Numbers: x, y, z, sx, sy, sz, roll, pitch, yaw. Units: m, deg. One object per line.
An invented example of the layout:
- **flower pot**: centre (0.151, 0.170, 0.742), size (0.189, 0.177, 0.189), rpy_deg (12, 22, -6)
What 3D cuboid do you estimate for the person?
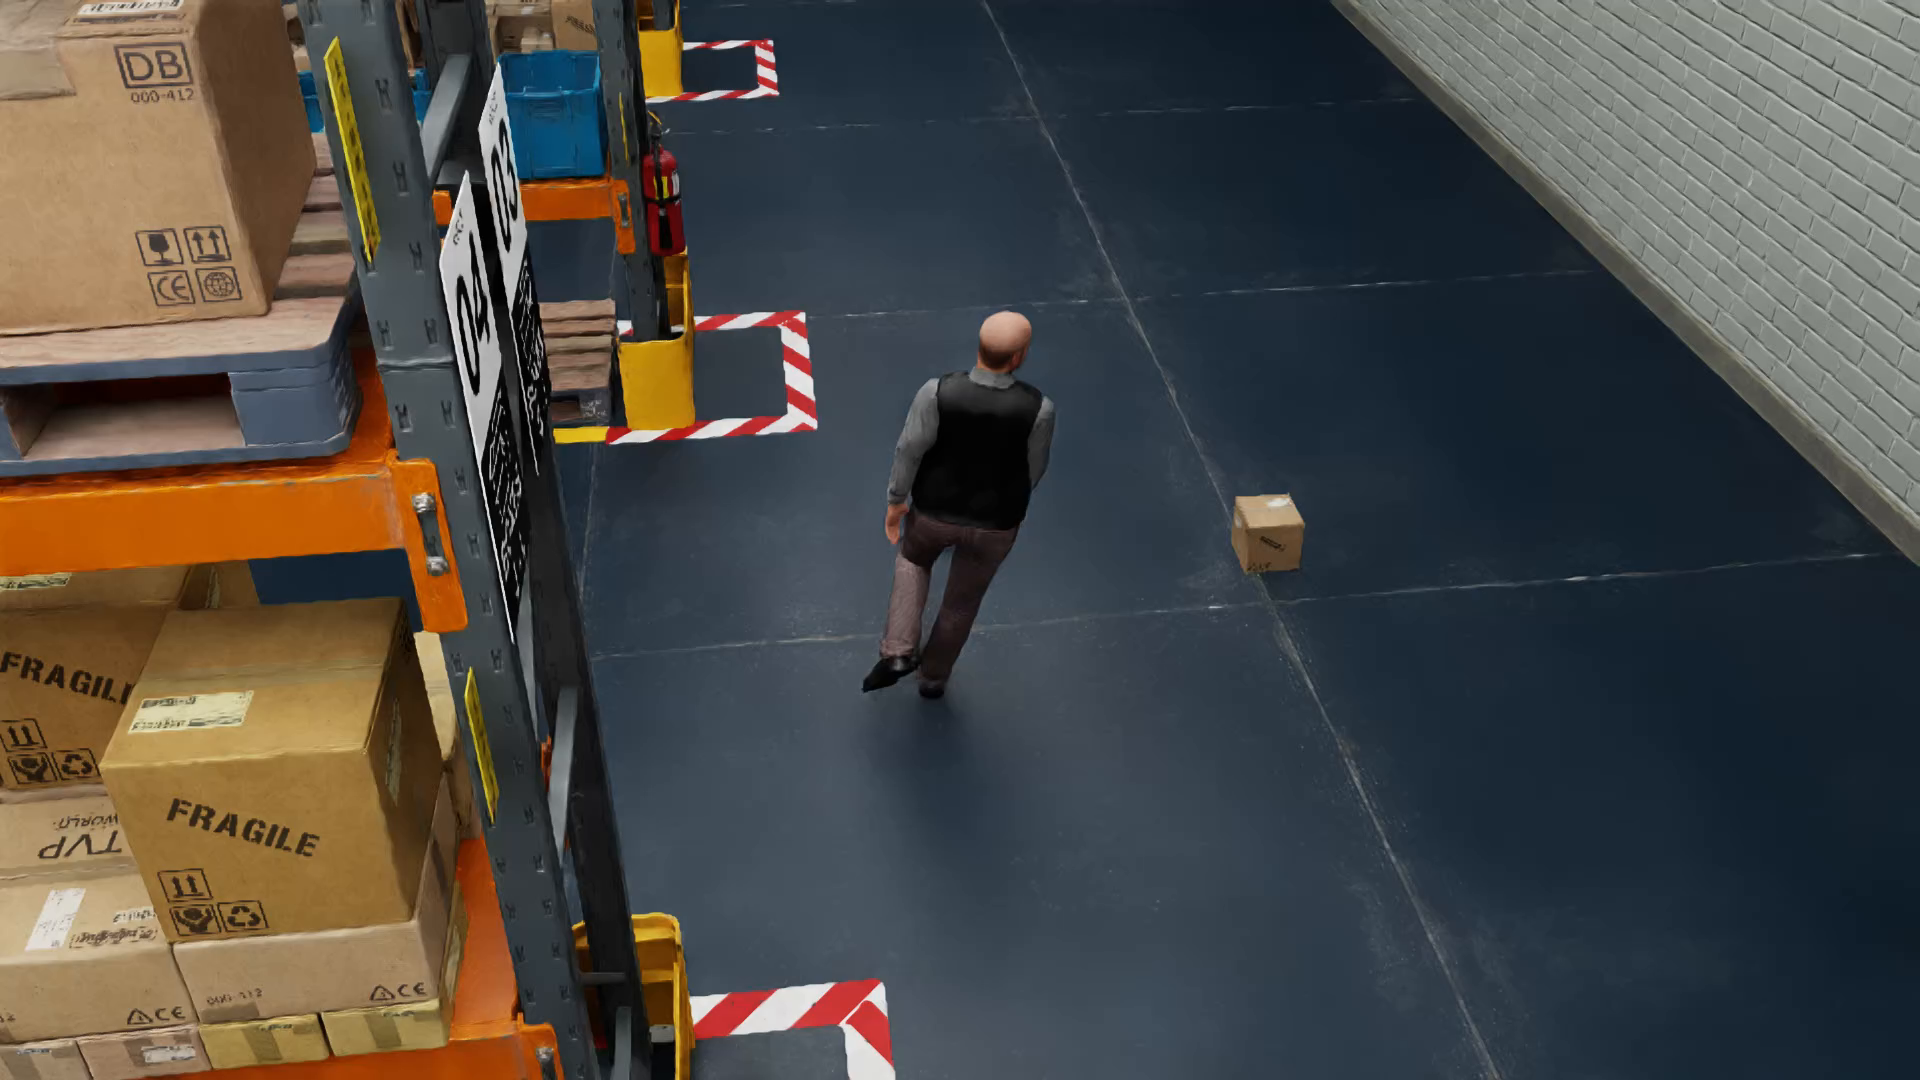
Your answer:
- **person**: centre (-0.016, -0.086, 6.300), size (0.728, 1.695, 0.500), rpy_deg (3, 35, 4)
